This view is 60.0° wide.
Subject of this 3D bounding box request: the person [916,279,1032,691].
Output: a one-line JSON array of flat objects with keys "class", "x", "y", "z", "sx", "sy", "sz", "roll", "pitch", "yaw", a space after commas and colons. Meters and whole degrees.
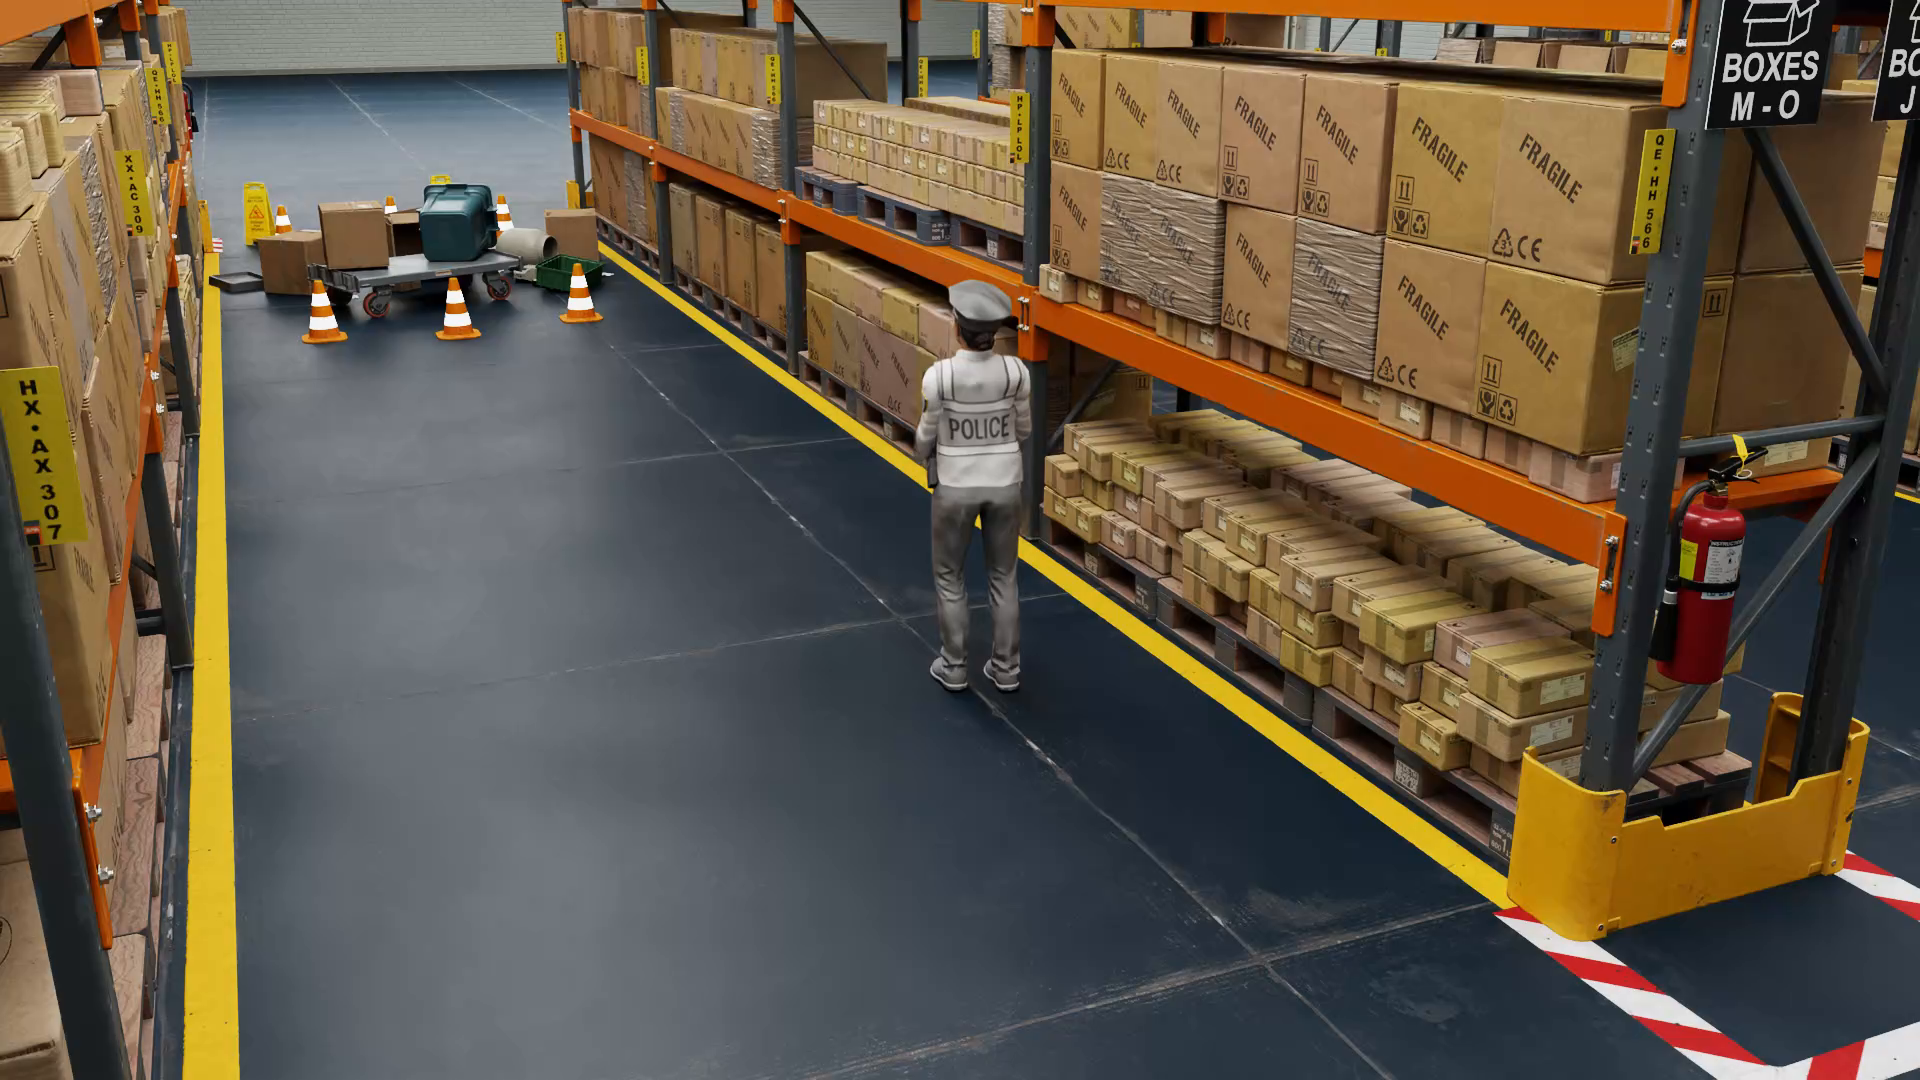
[{"class": "person", "x": 0.052, "y": -0.215, "z": 6.657, "sx": 0.459, "sy": 1.688, "sz": 0.543, "roll": -4, "pitch": 19, "yaw": -12}]
